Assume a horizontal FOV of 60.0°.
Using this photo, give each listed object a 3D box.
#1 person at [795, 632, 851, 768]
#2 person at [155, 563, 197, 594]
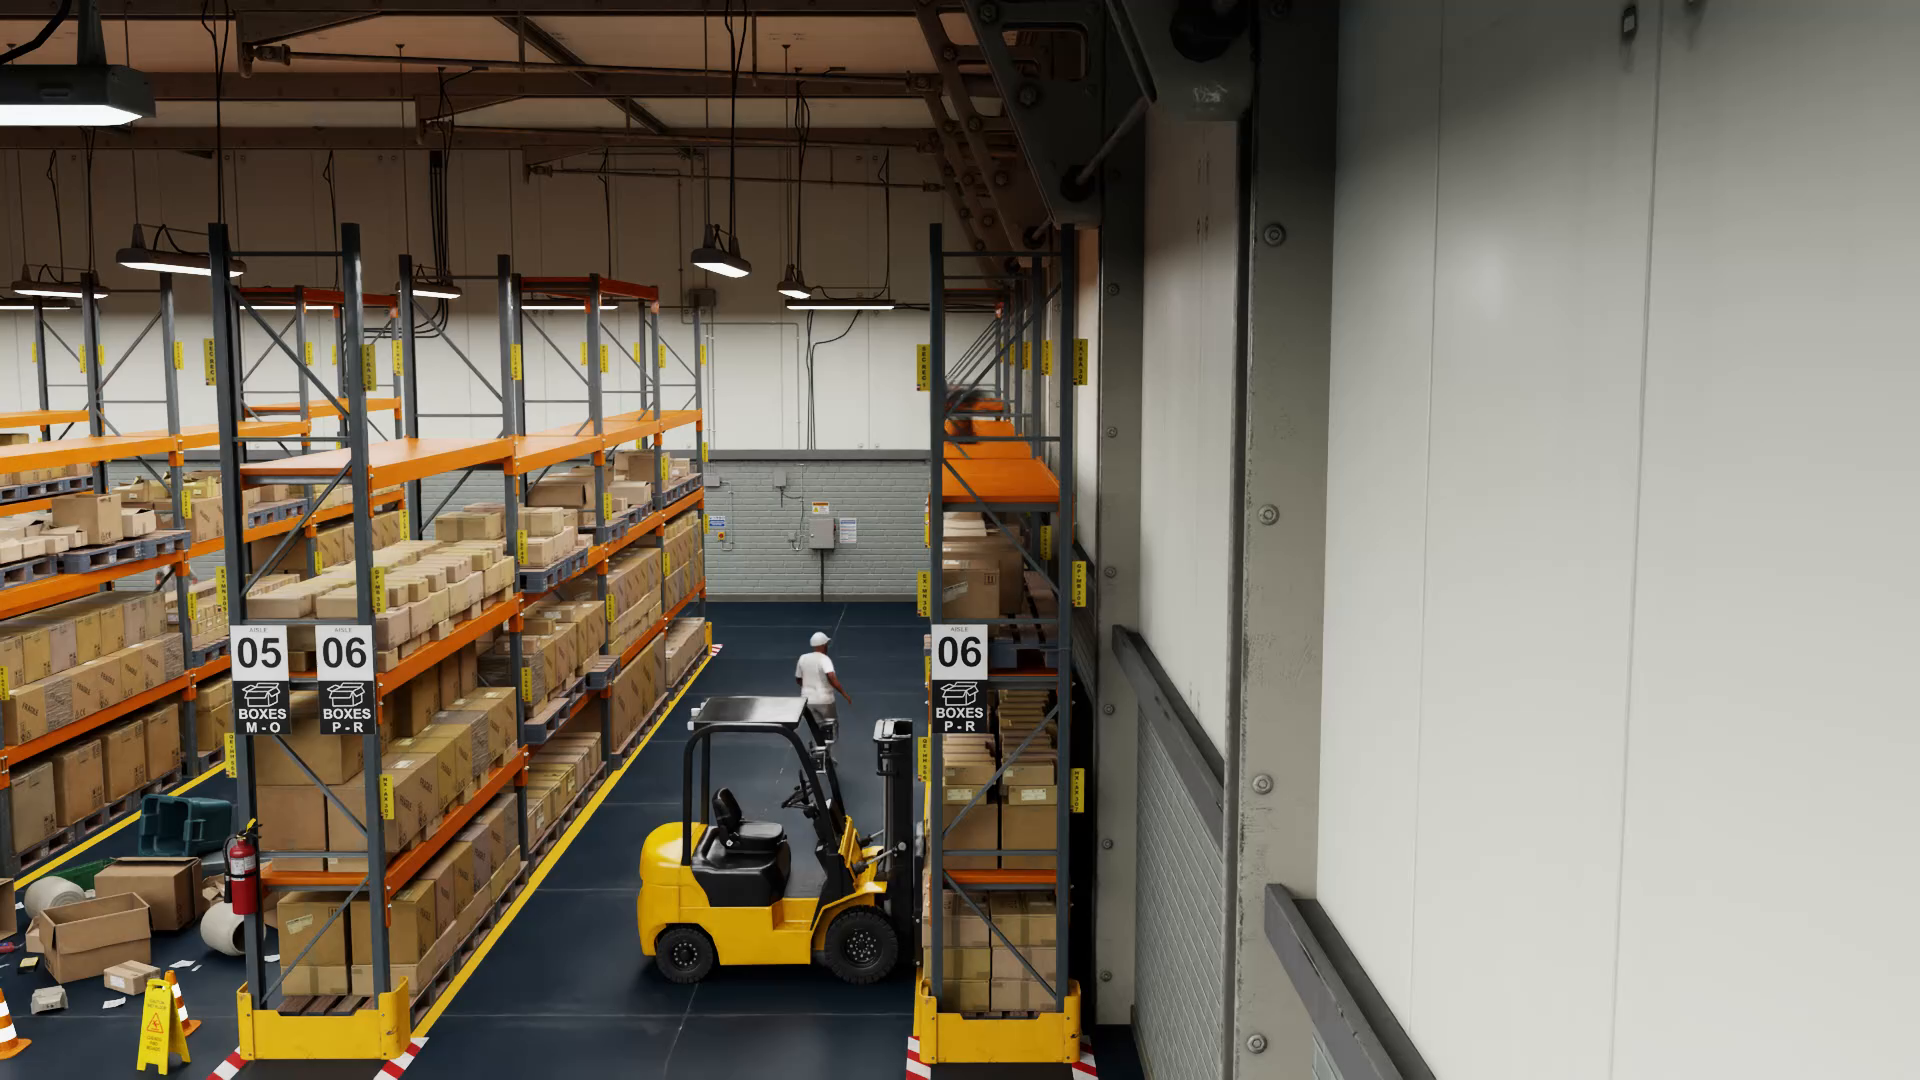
[{"bbox_3d":[-1.706,1.996,20.276,0.821,1.695,0.666,3,7,23],"label":"person"},{"bbox_3d":[-13.247,1.017,28.156,0.655,1.728,1.033,-1,7,-11],"label":"person"}]
